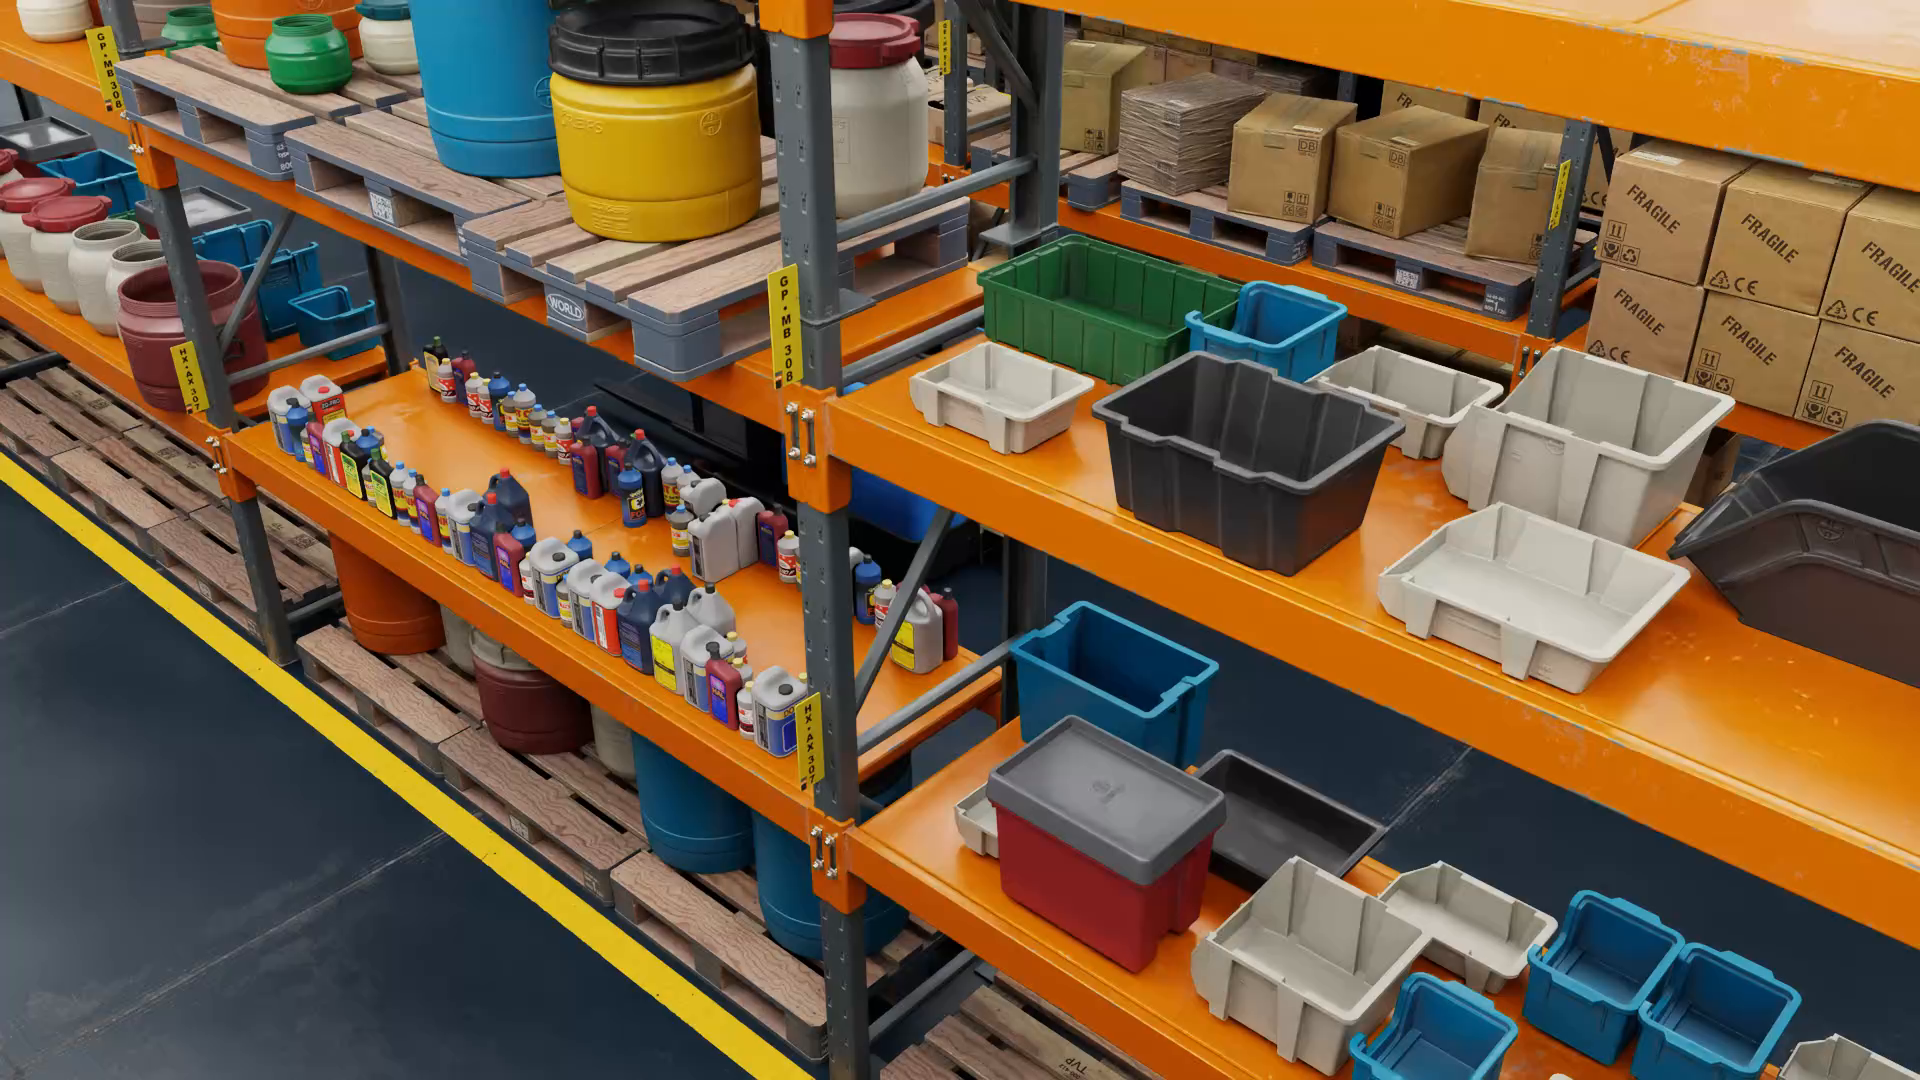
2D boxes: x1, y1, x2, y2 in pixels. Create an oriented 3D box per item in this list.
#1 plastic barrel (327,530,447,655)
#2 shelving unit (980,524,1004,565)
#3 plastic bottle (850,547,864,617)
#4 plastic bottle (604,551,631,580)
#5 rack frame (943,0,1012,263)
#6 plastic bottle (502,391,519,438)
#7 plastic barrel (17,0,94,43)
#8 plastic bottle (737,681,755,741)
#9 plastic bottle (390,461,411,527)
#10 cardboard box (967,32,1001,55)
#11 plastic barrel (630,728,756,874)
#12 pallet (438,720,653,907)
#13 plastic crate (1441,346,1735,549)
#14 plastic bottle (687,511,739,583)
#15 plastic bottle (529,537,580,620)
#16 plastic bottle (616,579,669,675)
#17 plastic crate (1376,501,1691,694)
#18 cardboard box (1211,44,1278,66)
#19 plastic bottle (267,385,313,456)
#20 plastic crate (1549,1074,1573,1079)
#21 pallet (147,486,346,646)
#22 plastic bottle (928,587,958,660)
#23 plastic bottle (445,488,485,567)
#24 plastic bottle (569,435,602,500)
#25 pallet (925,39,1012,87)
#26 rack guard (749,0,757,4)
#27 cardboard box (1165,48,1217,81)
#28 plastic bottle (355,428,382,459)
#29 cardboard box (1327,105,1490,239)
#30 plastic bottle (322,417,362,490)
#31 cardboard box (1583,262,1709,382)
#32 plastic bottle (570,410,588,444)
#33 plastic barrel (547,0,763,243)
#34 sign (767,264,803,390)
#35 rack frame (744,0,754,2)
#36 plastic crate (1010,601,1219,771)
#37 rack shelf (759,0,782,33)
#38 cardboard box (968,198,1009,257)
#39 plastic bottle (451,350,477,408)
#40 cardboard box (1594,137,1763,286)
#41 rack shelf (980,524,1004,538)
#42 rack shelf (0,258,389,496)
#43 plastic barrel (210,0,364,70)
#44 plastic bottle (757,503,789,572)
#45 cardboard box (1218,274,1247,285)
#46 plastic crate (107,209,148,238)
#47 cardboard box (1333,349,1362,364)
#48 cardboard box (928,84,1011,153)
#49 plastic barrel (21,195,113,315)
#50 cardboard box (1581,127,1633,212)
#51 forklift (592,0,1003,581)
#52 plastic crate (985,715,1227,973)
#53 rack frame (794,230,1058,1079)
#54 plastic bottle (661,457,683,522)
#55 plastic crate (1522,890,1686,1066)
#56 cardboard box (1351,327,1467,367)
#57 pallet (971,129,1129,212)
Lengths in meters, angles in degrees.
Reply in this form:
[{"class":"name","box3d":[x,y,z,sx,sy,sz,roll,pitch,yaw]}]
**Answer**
[{"class":"plastic barrel","box3d":[-2.676,0.052,7.952,0.708,0.830,0.600,25,39,35]},{"class":"shelving unit","box3d":[0.264,-0.263,8.814,0.210,0.900,0.258,25,39,35]},{"class":"plastic bottle","box3d":[-0.444,0.144,6.222,0.135,0.276,0.152,25,39,35]},{"class":"plastic bottle","box3d":[-1.269,0.165,6.193,0.097,0.271,0.097,0,31,0]},{"class":"rack frame","box3d":[0.276,-2.753,10.915,0.127,3.000,1.000,25,39,35]},{"class":"plastic bottle","box3d":[-2.003,-0.571,7.482,0.097,0.201,0.097,0,31,0]},{"class":"plastic barrel","box3d":[-4.150,-2.437,7.616,0.301,0.262,0.301,0,31,0]},{"class":"plastic bottle","box3d":[-0.698,0.567,5.593,0.097,0.201,0.097,0,31,0]},{"class":"plastic bottle","box3d":[-2.266,-0.195,6.791,0.097,0.271,0.097,0,31,0]},{"class":"cardboard box","box3d":[0.215,-5.182,17.269,0.250,0.166,0.380,20,36,29]},{"class":"plastic barrel","box3d":[-1.002,0.803,6.635,0.708,0.901,0.600,25,39,35]},{"class":"pallet","box3d":[-1.538,1.013,7.362,1.213,0.211,1.003,25,39,35]},{"class":"plastic crate","box3d":[1.445,-0.211,3.899,0.530,0.282,0.437,25,39,35]},{"class":"plastic bottle","box3d":[-0.961,0.009,6.447,0.135,0.276,0.152,25,39,35]},{"class":"plastic bottle","box3d":[-1.510,0.136,6.235,0.135,0.276,0.152,25,39,35]},{"class":"plastic bottle","box3d":[-1.123,0.288,5.911,0.185,0.351,0.144,25,39,35]},{"class":"plastic crate","box3d":[1.182,0.116,3.497,0.530,0.136,0.437,25,39,35]},{"class":"cardboard box","box3d":[2.648,-4.538,15.150,0.500,0.250,0.500,26,40,36]},{"class":"plastic bottle","box3d":[-2.947,-0.534,7.349,0.135,0.276,0.152,25,39,35]},{"class":"plastic crate","box3d":[1.495,1.494,4.057,0.250,0.136,0.298,25,39,35]},{"class":"pallet","box3d":[-3.599,0.051,8.960,1.213,0.211,1.003,25,39,35]},{"class":"plastic bottle","box3d":[-0.070,0.284,5.983,0.133,0.283,0.061,25,39,35]},{"class":"plastic bottle","box3d":[-1.918,-0.054,6.552,0.135,0.276,0.152,25,39,35]},{"class":"plastic bottle","box3d":[-1.577,-0.319,6.985,0.133,0.283,0.061,25,39,35]},{"class":"pallet","box3d":[0.110,-5.058,17.446,1.213,0.211,1.003,25,39,35]},{"class":"rack guard","box3d":[-2.278,-6.320,19.264,0.348,0.500,1.175,25,39,35]},{"class":"cardboard box","box3d":[2.337,-4.380,15.614,0.500,0.500,0.700,25,39,35]},{"class":"plastic bottle","box3d":[-2.495,-0.345,7.039,0.097,0.271,0.097,0,31,0]},{"class":"cardboard box","box3d":[2.488,-2.055,9.251,0.700,0.500,0.500,-22,38,-32]},{"class":"plastic bottle","box3d":[-2.604,-0.374,7.083,0.135,0.276,0.152,25,39,35]},{"class":"cardboard box","box3d":[3.437,-1.131,8.124,0.500,0.500,0.500,26,40,36]},{"class":"plastic bottle","box3d":[-1.617,-0.438,7.182,0.133,0.283,0.061,25,39,35]},{"class":"plastic barrel","box3d":[-0.898,-1.260,4.937,0.600,0.588,0.600,0,31,0]},{"class":"sign","box3d":[-0.455,-0.555,4.347,0.005,0.325,0.100,25,39,35]},{"class":"rack frame","box3d":[-2.334,-7.418,18.663,0.127,3.000,1.000,25,39,35]},{"class":"plastic crate","box3d":[0.490,0.536,5.408,0.575,0.384,0.392,25,39,35]},{"class":"rack shelf","box3d":[-1.568,-2.259,5.363,4.000,0.370,1.077,25,39,35]},{"class":"cardboard box","box3d":[0.085,-2.289,11.859,0.500,0.311,0.500,27,40,37]},{"class":"plastic bottle","box3d":[-2.293,-0.754,7.707,0.133,0.283,0.061,25,39,35]},{"class":"cardboard box","box3d":[3.402,-1.570,7.882,0.500,0.500,0.500,26,40,36]},{"class":"rack shelf","box3d":[0.264,-0.080,8.924,0.200,0.077,0.258,25,39,35]},{"class":"rack shelf","box3d":[-4.533,-1.244,9.106,4.000,0.370,1.077,25,39,35]},{"class":"plastic barrel","box3d":[-2.632,-2.312,6.450,0.708,0.830,0.600,25,39,35]},{"class":"plastic bottle","box3d":[-0.729,-0.024,6.494,0.133,0.283,0.061,25,39,35]},{"class":"cardboard box","box3d":[1.933,-1.588,10.249,0.500,0.250,0.500,24,39,34]},{"class":"plastic crate","box3d":[-4.536,-1.659,9.303,0.662,0.188,0.450,25,39,35]},{"class":"cardboard box","box3d":[2.323,-0.722,9.538,0.500,0.500,0.500,25,39,35]},{"class":"cardboard box","box3d":[0.036,-2.858,11.175,0.500,0.311,0.500,-27,40,-37]},{"class":"plastic barrel","box3d":[-4.589,-1.484,8.676,0.433,0.535,0.433,0,31,0]},{"class":"cardboard box","box3d":[5.333,-3.005,13.011,0.750,0.750,0.750,26,40,36]},{"class":"forklift","box3d":[-0.976,-1.674,9.189,3.031,2.935,1.130,25,39,35]},{"class":"plastic crate","box3d":[0.409,0.876,4.767,0.583,0.464,0.402,25,39,35]},{"class":"rack frame","box3d":[-0.085,0.524,5.471,0.127,3.000,1.000,25,39,35]},{"class":"plastic bottle","box3d":[-1.171,-0.212,6.818,0.097,0.271,0.097,0,31,0]},{"class":"plastic crate","box3d":[1.720,1.183,4.480,0.300,0.233,0.416,25,39,35]},{"class":"cardboard box","box3d":[2.644,-0.927,9.879,0.500,0.500,0.500,26,39,36]},{"class":"pallet","box3d":[0.826,-2.463,10.620,1.003,0.211,1.213,25,39,35]}]
